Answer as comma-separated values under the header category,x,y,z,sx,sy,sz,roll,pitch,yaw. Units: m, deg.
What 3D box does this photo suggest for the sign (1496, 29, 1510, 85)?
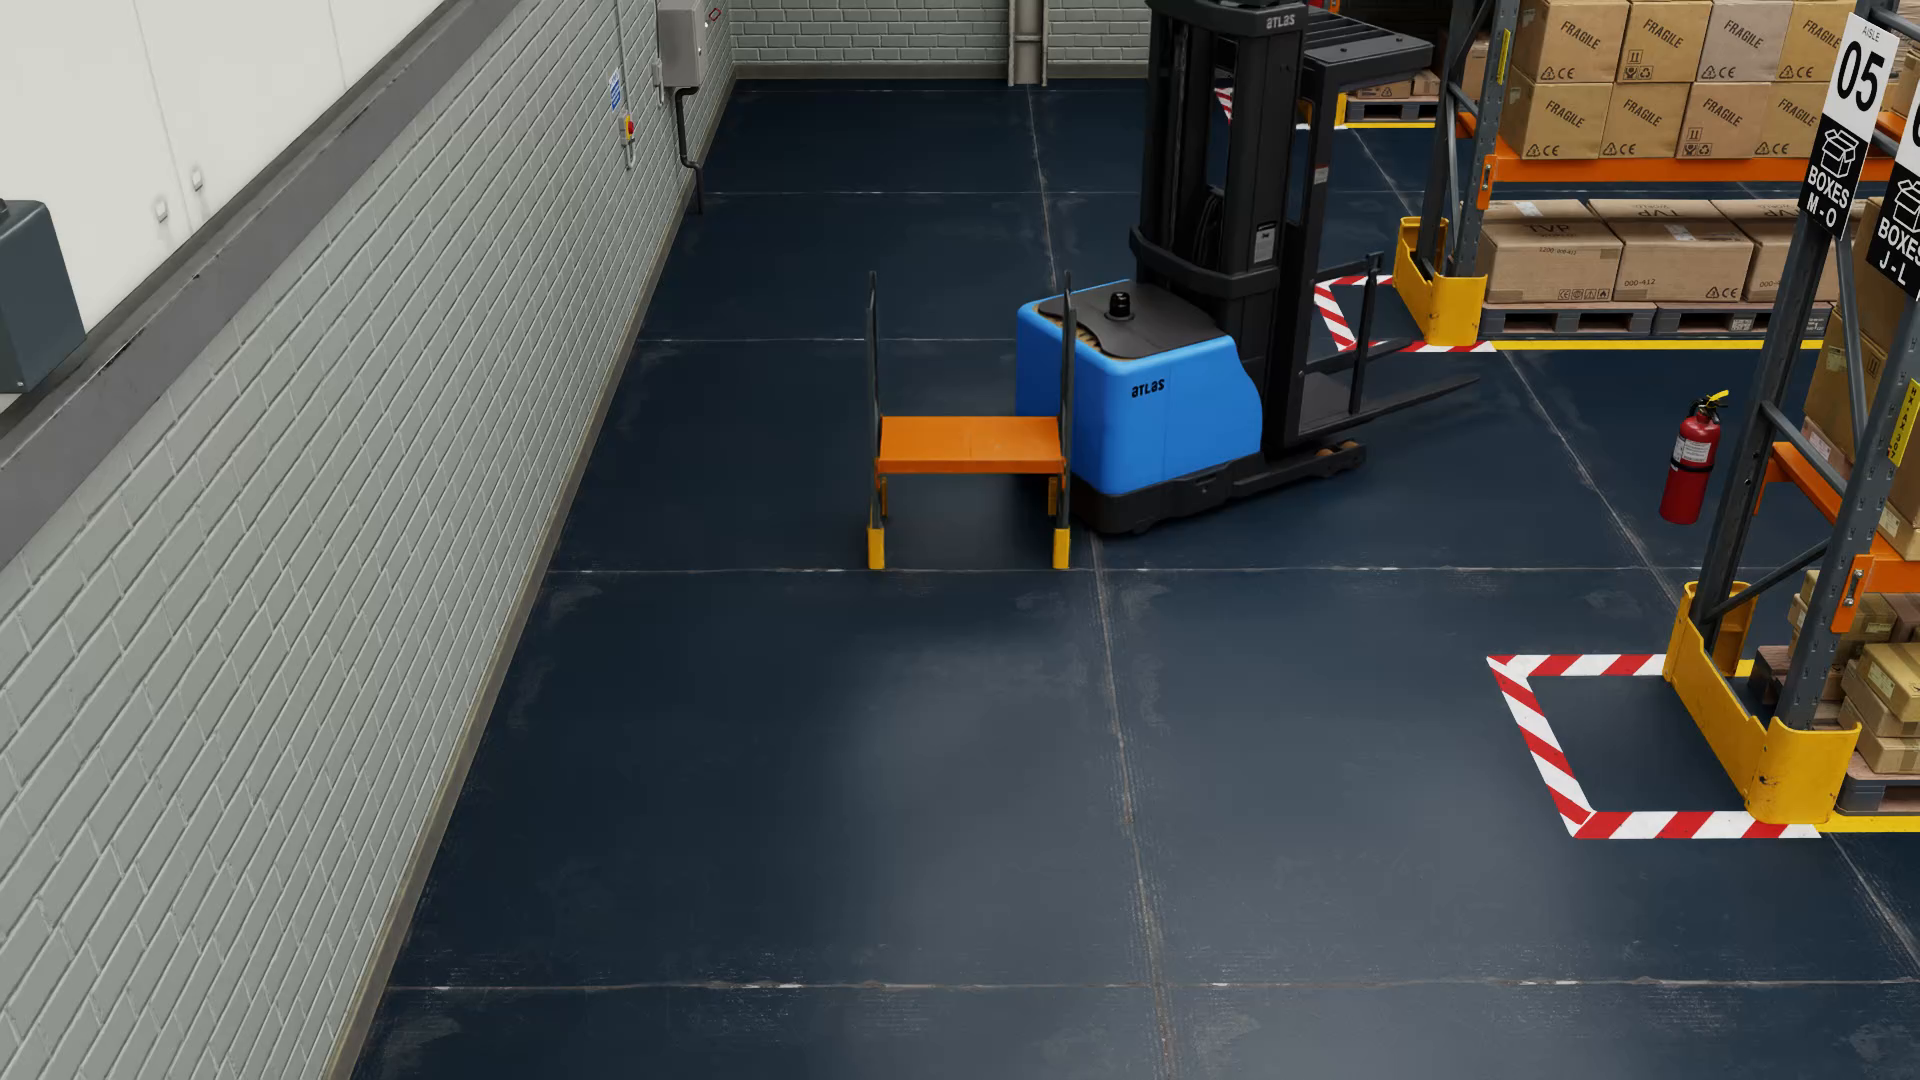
category,x,y,z,sx,sy,sz,roll,pitch,yaw
sign,3.413,-3.035,10.450,0.005,0.325,0.100,0,31,0

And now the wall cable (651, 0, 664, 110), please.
category,x,y,z,sx,sy,sz,roll,pitch,yaw
wall cable,-2.243,-4.060,12.070,0.122,1.984,0.588,0,31,0

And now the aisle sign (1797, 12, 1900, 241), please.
category,x,y,z,sx,sy,sz,roll,pitch,yaw
aisle sign,3.472,-1.619,6.520,0.004,0.787,0.394,0,31,0

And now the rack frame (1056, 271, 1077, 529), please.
category,x,y,z,sx,sy,sz,roll,pitch,yaw
rack frame,0.563,-0.633,8.848,0.032,1.500,0.500,0,31,0

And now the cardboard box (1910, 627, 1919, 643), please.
category,x,y,z,sx,sy,sz,roll,pitch,yaw
cardboard box,4.348,0.544,7.231,0.250,0.149,0.380,0,31,1

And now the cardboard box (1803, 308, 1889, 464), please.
category,x,y,z,sx,sy,sz,roll,pitch,yaw
cardboard box,3.995,-0.657,7.058,0.500,0.500,0.500,0,31,1

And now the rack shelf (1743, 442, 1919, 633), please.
category,x,y,z,sx,sy,sz,roll,pitch,yaw
rack shelf,5.547,-0.051,7.135,4.000,0.370,1.077,0,31,0

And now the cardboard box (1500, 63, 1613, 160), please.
category,x,y,z,sx,sy,sz,roll,pitch,yaw
cardboard box,3.898,-2.815,10.901,0.500,0.500,0.500,0,31,-1

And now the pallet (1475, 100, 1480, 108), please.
category,x,y,z,sx,sy,sz,roll,pitch,yaw
pallet,5.473,-4.307,16.146,1.213,0.211,1.003,0,31,0

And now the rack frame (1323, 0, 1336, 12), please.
category,x,y,z,sx,sy,sz,roll,pitch,yaw
rack frame,3.382,-5.494,15.413,0.127,3.000,1.000,0,31,0

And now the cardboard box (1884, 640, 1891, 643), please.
category,x,y,z,sx,sy,sz,roll,pitch,yaw
cardboard box,4.335,0.438,7.694,0.250,0.149,0.380,-1,31,-1

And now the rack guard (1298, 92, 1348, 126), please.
category,x,y,z,sx,sy,sz,roll,pitch,yaw
rack guard,3.458,-4.426,16.062,0.348,0.500,1.175,0,31,0

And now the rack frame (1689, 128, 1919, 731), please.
category,x,y,z,sx,sy,sz,roll,pitch,yaw
rack frame,3.547,-0.352,6.938,0.127,3.000,1.000,0,31,0

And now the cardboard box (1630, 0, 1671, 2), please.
category,x,y,z,sx,sy,sz,roll,pitch,yaw
cardboard box,4.295,-3.503,10.447,0.250,0.149,0.380,1,31,1

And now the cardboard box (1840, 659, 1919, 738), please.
category,x,y,z,sx,sy,sz,roll,pitch,yaw
cardboard box,4.073,0.692,7.275,0.250,0.149,0.380,1,31,2

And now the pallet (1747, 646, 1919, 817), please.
category,x,y,z,sx,sy,sz,roll,pitch,yaw
pallet,4.436,0.856,7.636,1.213,0.211,1.003,0,31,0

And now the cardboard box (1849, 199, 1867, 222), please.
category,x,y,z,sx,sy,sz,roll,pitch,yaw
cardboard box,6.788,-2.070,11.835,0.875,0.438,0.875,-1,31,-1

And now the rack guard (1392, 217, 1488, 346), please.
category,x,y,z,sx,sy,sz,roll,pitch,yaw
rack guard,3.392,-1.851,11.818,0.348,0.500,1.175,0,31,0

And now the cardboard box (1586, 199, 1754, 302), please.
category,x,y,z,sx,sy,sz,roll,pitch,yaw
cardboard box,4.991,-2.065,11.826,0.875,0.438,0.875,1,31,1

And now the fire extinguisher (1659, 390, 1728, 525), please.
category,x,y,z,sx,sy,sz,roll,pitch,yaw
fire extinguisher,3.292,-0.398,7.448,0.183,0.674,0.296,0,31,0

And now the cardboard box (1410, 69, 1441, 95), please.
category,x,y,z,sx,sy,sz,roll,pitch,yaw
cardboard box,4.420,-4.389,15.935,0.250,0.149,0.380,-1,31,-2

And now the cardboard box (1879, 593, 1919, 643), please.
category,x,y,z,sx,sy,sz,roll,pitch,yaw
cardboard box,4.327,0.329,7.586,0.250,0.149,0.380,0,31,1

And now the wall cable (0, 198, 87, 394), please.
category,x,y,z,sx,sy,sz,roll,pitch,yaw
wall cable,-2.199,-3.489,3.224,0.120,5.999,2.277,0,31,0

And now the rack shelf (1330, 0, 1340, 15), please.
category,x,y,z,sx,sy,sz,roll,pitch,yaw
rack shelf,5.382,-5.193,15.610,4.000,0.370,1.077,0,31,0

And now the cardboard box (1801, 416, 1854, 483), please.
category,x,y,z,sx,sy,sz,roll,pitch,yaw
cardboard box,3.871,-0.392,7.247,0.250,0.149,0.380,0,31,0

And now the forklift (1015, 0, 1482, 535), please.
category,x,y,z,sx,sy,sz,roll,pitch,yaw
forklift,1.835,-1.840,9.457,3.031,2.935,1.130,-17,35,-26

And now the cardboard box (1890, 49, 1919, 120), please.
category,x,y,z,sx,sy,sz,roll,pitch,yaw
cardboard box,4.000,-1.709,6.428,0.500,0.250,0.500,-1,31,-1

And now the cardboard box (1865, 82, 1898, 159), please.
category,x,y,z,sx,sy,sz,roll,pitch,yaw
cardboard box,5.937,-2.827,10.921,0.500,0.500,0.500,-1,31,-1

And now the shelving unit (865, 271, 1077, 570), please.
category,x,y,z,sx,sy,sz,roll,pitch,yaw
shelving unit,0.045,-0.632,8.847,1.083,1.500,0.587,0,31,0

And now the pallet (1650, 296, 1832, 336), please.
category,x,y,z,sx,sy,sz,roll,pitch,yaw
pallet,5.432,-1.773,11.968,1.213,0.211,1.003,0,31,0

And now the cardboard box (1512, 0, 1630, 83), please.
category,x,y,z,sx,sy,sz,roll,pitch,yaw
cardboard box,3.898,-3.243,10.643,0.500,0.500,0.500,-1,31,-1

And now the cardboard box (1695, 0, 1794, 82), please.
category,x,y,z,sx,sy,sz,roll,pitch,yaw
cardboard box,4.929,-3.254,10.661,0.500,0.500,0.500,0,31,-1

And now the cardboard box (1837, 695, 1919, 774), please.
category,x,y,z,sx,sy,sz,roll,pitch,yaw
cardboard box,4.073,0.852,7.298,0.250,0.149,0.380,0,31,1

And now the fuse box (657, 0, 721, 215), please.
category,x,y,z,sx,sy,sz,roll,pitch,yaw
fuse box,-2.089,-3.429,13.252,0.414,1.711,0.539,0,31,0

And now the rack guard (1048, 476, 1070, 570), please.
category,x,y,z,sx,sy,sz,roll,pitch,yaw
rack guard,0.543,-0.099,9.172,0.087,0.250,0.587,0,31,0

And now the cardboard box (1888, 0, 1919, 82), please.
category,x,y,z,sx,sy,sz,roll,pitch,yaw
cardboard box,5.929,-3.253,10.660,0.500,0.500,0.500,0,31,0

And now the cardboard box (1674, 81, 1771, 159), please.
category,x,y,z,sx,sy,sz,roll,pitch,yaw
cardboard box,4.912,-2.823,10.915,0.500,0.500,0.500,0,31,-1
